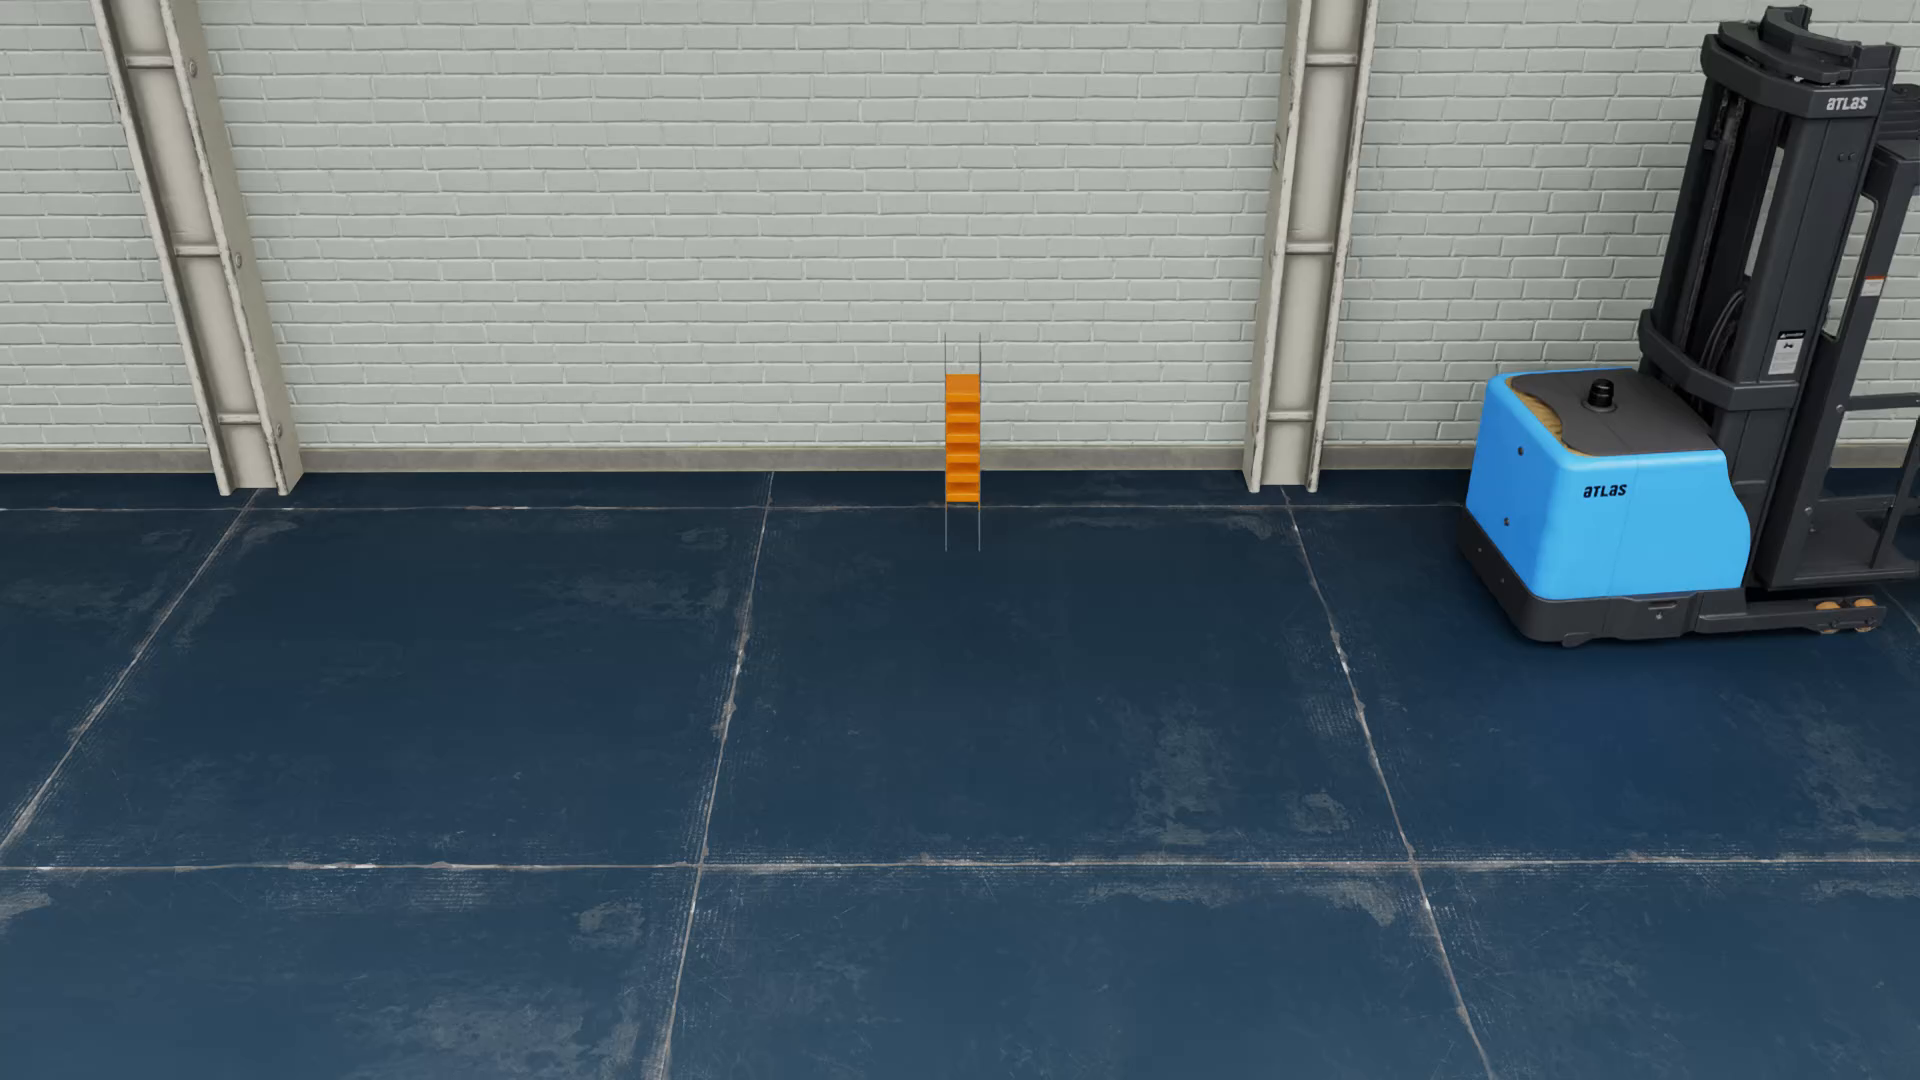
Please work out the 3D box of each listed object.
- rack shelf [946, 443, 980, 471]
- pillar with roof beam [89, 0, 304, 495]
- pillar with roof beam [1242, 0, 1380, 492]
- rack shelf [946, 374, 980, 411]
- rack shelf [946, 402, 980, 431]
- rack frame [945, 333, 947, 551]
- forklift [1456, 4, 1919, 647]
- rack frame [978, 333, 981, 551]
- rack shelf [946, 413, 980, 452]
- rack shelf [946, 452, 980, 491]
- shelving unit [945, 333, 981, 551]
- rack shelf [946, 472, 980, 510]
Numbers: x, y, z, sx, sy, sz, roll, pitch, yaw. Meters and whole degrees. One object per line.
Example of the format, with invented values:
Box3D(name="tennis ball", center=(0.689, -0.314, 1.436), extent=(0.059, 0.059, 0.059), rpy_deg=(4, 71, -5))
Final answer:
Box3D(name="rack shelf", center=(0.014, -0.475, 8.962), extent=(0.180, 0.103, 0.258), rpy_deg=(0, 31, 0))
Box3D(name="pillar with roof beam", center=(-4.085, -1.955, 3.797), extent=(0.400, 9.000, 9.100), rpy_deg=(0, 31, 0))
Box3D(name="pillar with roof beam", center=(1.915, -1.974, 3.828), extent=(0.400, 9.000, 9.100), rpy_deg=(0, 31, 0))
Box3D(name="rack shelf", center=(0.014, -0.783, 8.775), extent=(0.180, 0.103, 0.258), rpy_deg=(0, 31, 0))
Box3D(name="rack shelf", center=(0.014, -0.680, 8.837), extent=(0.180, 0.103, 0.258), rpy_deg=(0, 31, 0))
Box3D(name="rack frame", center=(-0.077, -0.513, 8.938), extent=(0.006, 1.200, 0.240), rpy_deg=(0, 31, 0))
Box3D(name="forklift", center=(4.264, -1.043, 8.144), extent=(3.031, 2.935, 1.130), rpy_deg=(-4, 31, -6))
Box3D(name="rack frame", center=(0.106, -0.513, 8.939), extent=(0.006, 1.200, 0.240), rpy_deg=(0, 31, 0))
Box3D(name="rack shelf", center=(0.014, -0.578, 8.900), extent=(0.180, 0.103, 0.258), rpy_deg=(0, 31, 0))
Box3D(name="rack shelf", center=(0.014, -0.372, 9.024), extent=(0.180, 0.103, 0.258), rpy_deg=(0, 31, 0))
Box3D(name="shelving unit", center=(0.014, -0.513, 8.939), extent=(0.189, 1.200, 0.258), rpy_deg=(0, 31, 0))
Box3D(name="rack shelf", center=(0.014, -0.270, 9.086), extent=(0.180, 0.103, 0.258), rpy_deg=(0, 31, 0))
